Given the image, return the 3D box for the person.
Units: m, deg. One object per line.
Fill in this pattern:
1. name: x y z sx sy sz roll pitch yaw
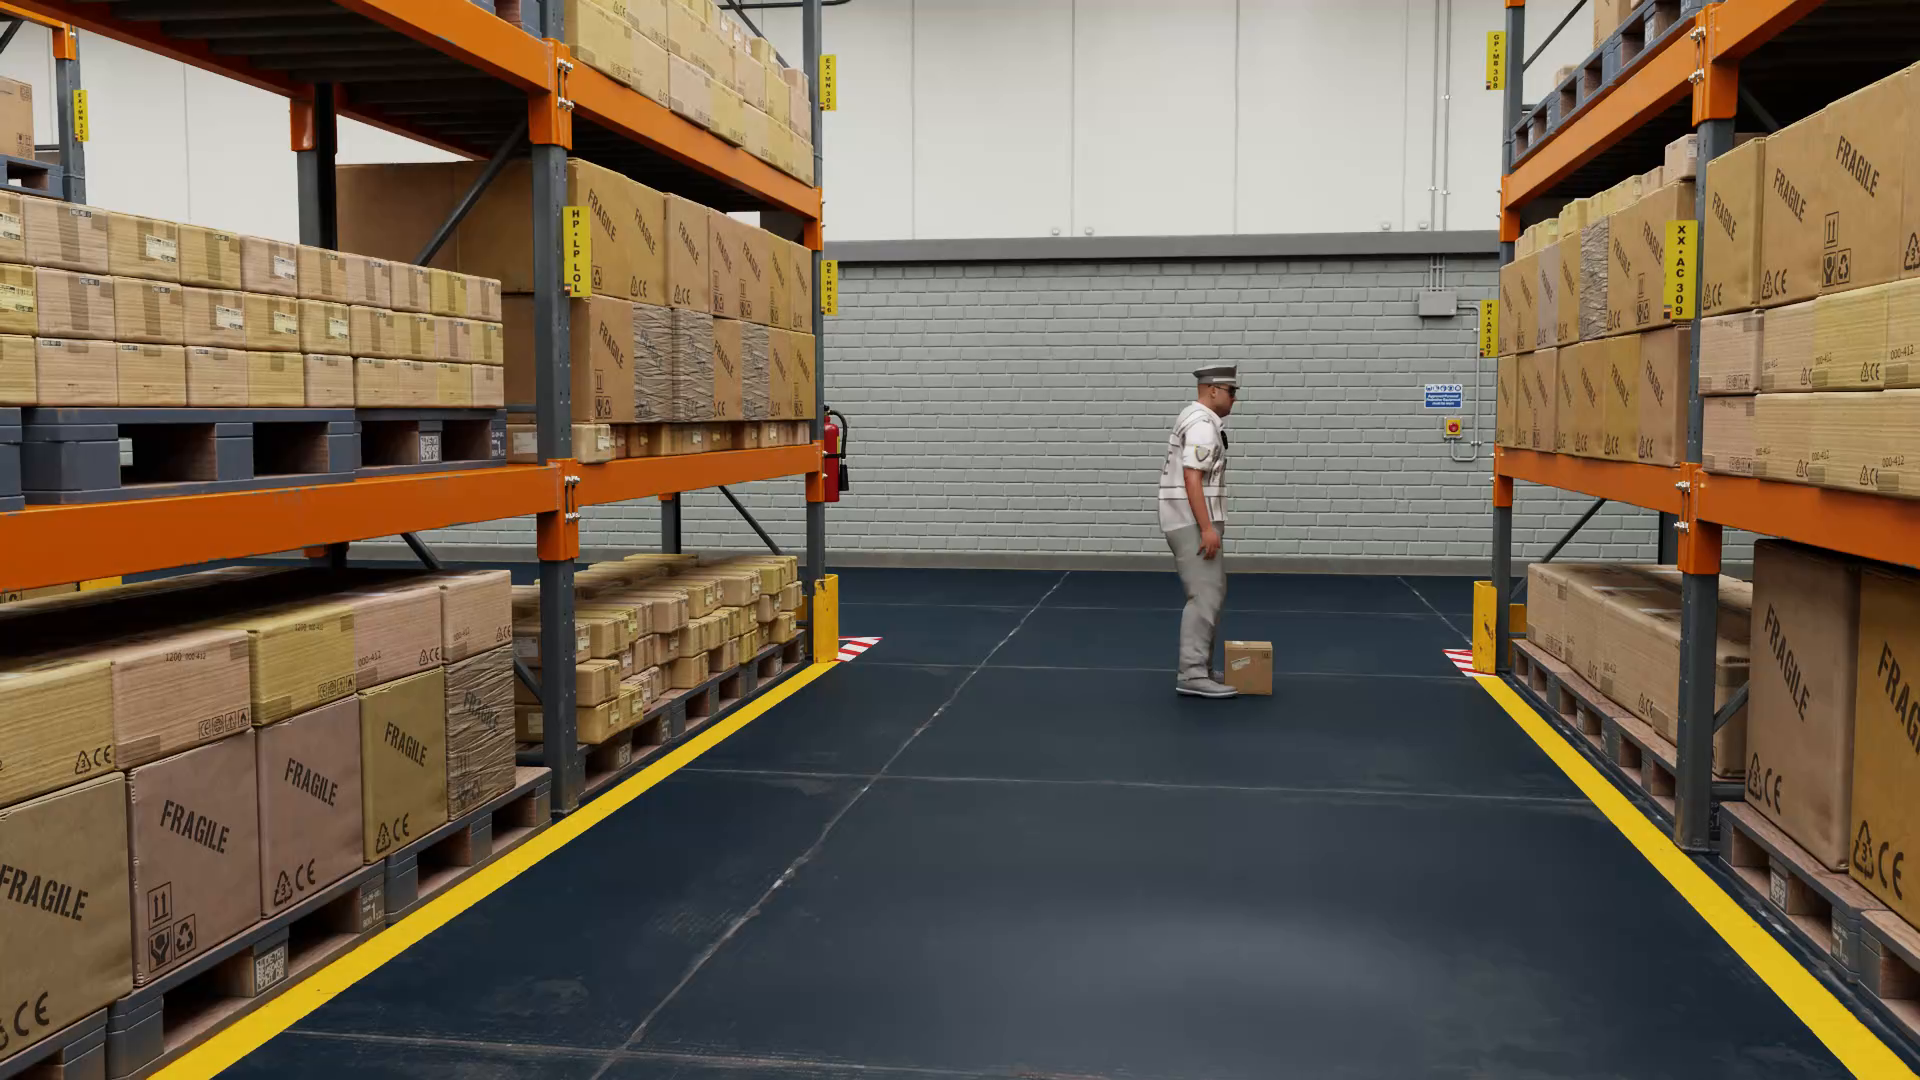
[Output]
1. person: 1.294 -0.065 8.915 0.465 1.748 0.584 1 4 9
